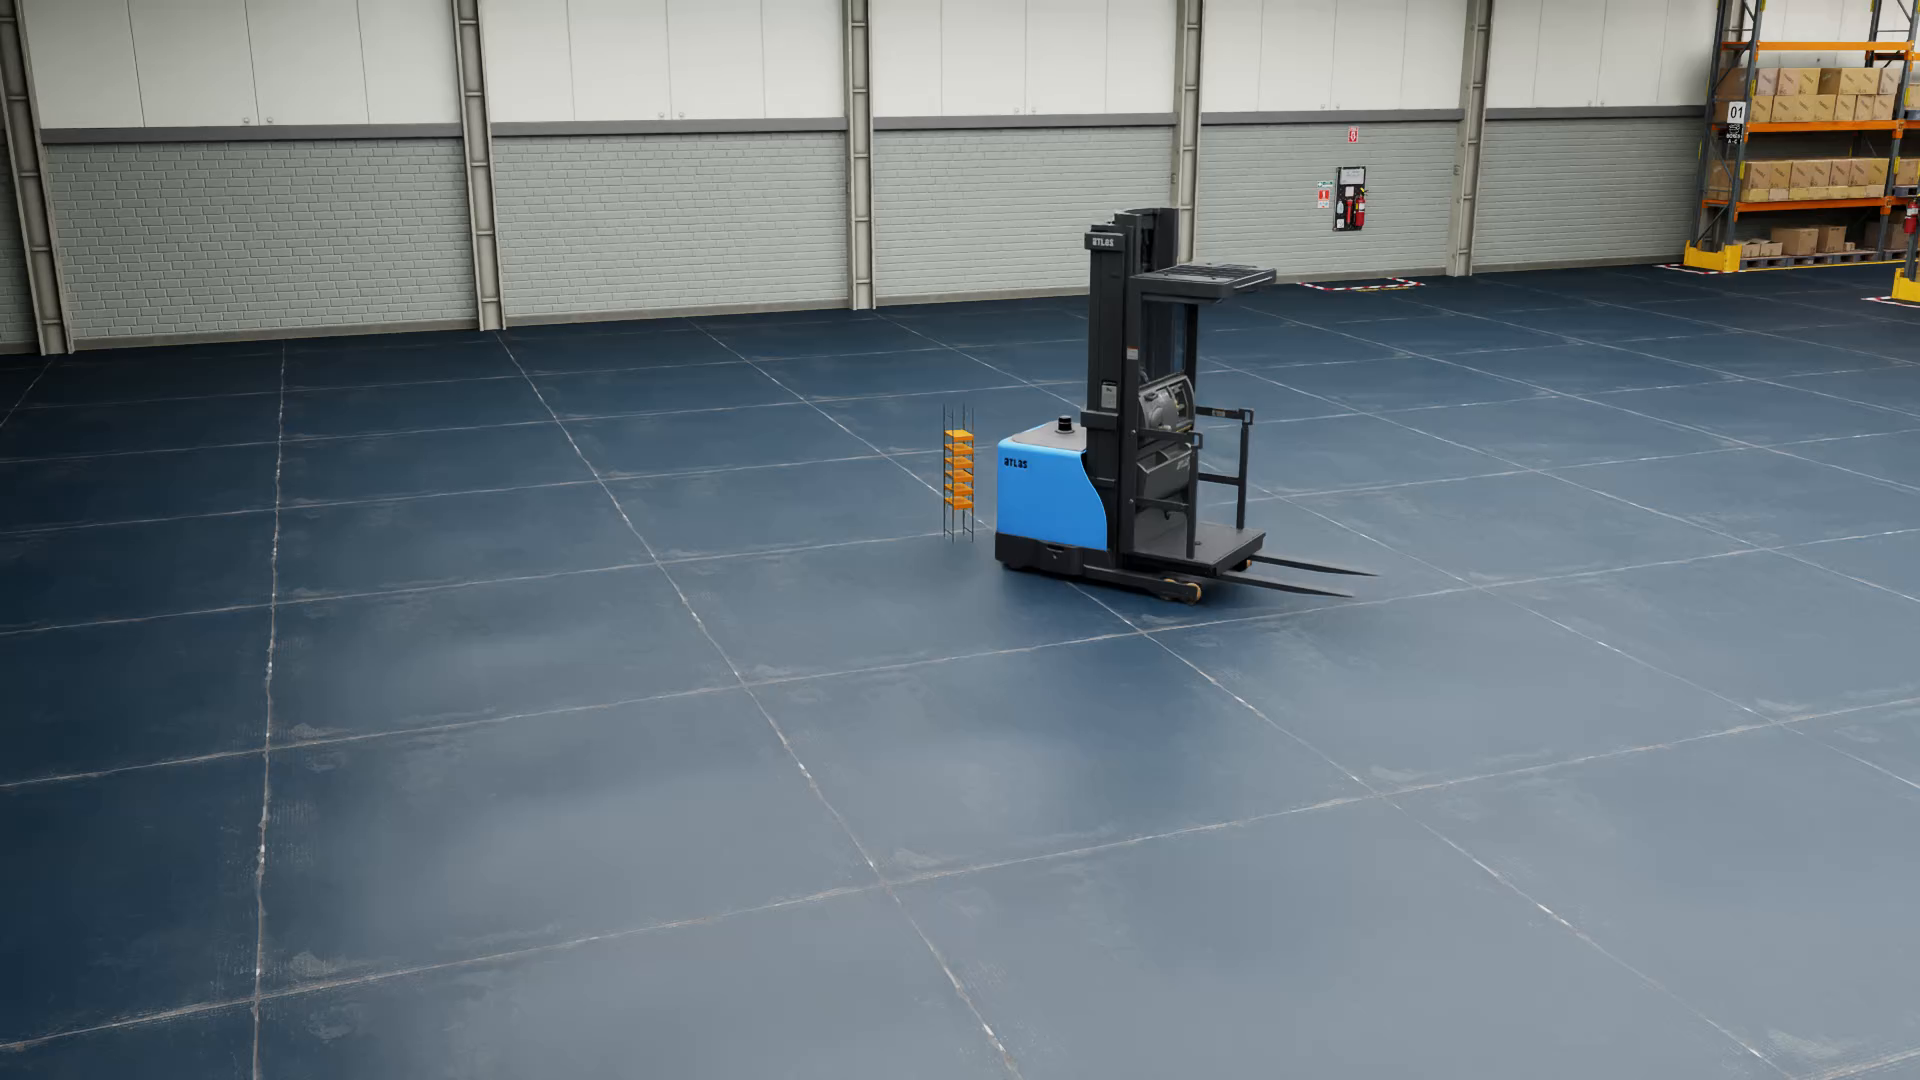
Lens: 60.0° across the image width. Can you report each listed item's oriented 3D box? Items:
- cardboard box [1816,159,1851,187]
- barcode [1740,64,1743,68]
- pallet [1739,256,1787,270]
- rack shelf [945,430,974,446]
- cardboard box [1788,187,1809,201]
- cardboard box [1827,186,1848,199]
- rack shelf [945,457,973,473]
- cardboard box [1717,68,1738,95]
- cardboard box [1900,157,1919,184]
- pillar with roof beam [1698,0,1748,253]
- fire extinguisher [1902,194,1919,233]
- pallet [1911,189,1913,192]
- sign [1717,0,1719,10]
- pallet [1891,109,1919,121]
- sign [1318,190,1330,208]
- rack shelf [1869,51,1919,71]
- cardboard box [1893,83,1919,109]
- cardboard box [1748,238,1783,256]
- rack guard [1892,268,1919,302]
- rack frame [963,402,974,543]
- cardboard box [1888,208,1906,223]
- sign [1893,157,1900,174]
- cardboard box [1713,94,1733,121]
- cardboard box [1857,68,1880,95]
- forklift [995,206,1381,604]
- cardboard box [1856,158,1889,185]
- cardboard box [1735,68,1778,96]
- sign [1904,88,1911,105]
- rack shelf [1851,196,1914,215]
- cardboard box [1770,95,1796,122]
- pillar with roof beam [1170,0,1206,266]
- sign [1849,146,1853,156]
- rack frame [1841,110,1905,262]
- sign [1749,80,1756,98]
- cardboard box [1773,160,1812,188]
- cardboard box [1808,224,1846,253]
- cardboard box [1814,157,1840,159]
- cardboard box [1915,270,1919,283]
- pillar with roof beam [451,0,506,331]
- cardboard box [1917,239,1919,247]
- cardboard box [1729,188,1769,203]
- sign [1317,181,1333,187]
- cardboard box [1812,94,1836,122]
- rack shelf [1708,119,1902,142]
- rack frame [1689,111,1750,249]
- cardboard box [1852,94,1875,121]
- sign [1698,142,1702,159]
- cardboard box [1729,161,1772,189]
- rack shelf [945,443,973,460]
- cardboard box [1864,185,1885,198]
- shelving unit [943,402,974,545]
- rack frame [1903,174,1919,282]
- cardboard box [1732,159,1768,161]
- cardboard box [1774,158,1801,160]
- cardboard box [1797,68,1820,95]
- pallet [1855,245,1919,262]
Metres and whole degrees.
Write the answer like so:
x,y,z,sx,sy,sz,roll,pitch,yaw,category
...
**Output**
x,y,z,sx,sy,sz,roll,pitch,yaw,category
17.289,-7.305,33.050,0.500,0.500,0.500,-7,18,-22,cardboard box
15.307,-9.291,32.573,0.075,0.075,0.001,-6,17,-20,barcode
15.665,-5.575,33.210,1.213,0.211,1.003,-6,17,-20,pallet
-0.014,-0.877,14.335,0.180,0.103,0.258,-6,17,-20,rack shelf
16.350,-6.842,32.805,0.500,0.250,0.500,-6,18,-21,cardboard box
17.292,-6.944,33.151,0.500,0.250,0.500,-6,17,-20,cardboard box
-0.014,-0.647,14.403,0.180,0.103,0.258,-6,17,-20,rack shelf
15.132,-8.922,32.345,0.500,0.500,0.500,-5,17,-18,cardboard box
19.570,-7.592,34.170,0.500,0.500,0.700,-4,17,-14,cardboard box
16.708,-8.877,28.856,0.400,9.000,9.100,-6,17,-20,pillar with roof beam
16.323,-5.603,28.493,0.183,0.674,0.296,-6,17,-20,fire extinguisher
20.460,-7.337,34.601,1.213,0.211,1.003,-6,17,-20,pallet
14.644,-10.384,32.048,0.005,0.325,0.100,-6,17,-20,sign
19.173,-8.620,33.637,1.003,0.211,1.213,-6,17,-20,pallet
6.690,-6.276,30.582,0.234,0.329,0.001,-6,17,-20,sign
20.426,-9.779,33.916,4.000,0.370,1.077,-6,17,-20,rack shelf
19.098,-8.959,33.537,0.500,0.500,0.500,-4,17,-12,cardboard box
16.034,-5.858,33.213,0.500,0.311,0.500,-5,17,-15,cardboard box
16.577,-4.328,28.450,0.348,0.500,1.175,-6,17,-20,rack guard
0.072,-0.583,14.456,0.006,1.200,0.240,-6,17,-20,rack frame
19.650,-6.732,34.523,0.500,0.250,0.500,-7,18,-21,cardboard box
18.760,-7.510,33.311,0.005,0.325,0.100,-6,17,-20,sign
15.122,-8.439,32.474,0.500,0.500,0.500,-5,17,-16,cardboard box
17.677,-9.033,32.723,0.500,0.500,0.500,-5,17,-17,cardboard box
1.814,-1.078,13.068,3.031,2.935,1.130,10,19,30,forklift
18.228,-7.405,33.390,0.500,0.500,0.500,-6,17,-20,cardboard box
15.270,-8.785,31.878,0.500,0.500,0.500,-8,18,-24,cardboard box
18.760,-8.782,32.938,0.005,0.325,0.100,-6,17,-20,sign
20.426,-7.093,34.705,4.000,0.370,1.077,-6,17,-20,rack shelf
15.739,-8.343,32.147,0.500,0.500,0.500,-5,17,-16,cardboard box
5.502,-7.667,24.736,0.400,9.000,9.100,-6,17,-20,pillar with roof beam
18.356,-7.938,34.250,0.005,0.325,0.100,-6,17,-20,sign
18.558,-7.236,33.917,0.127,3.000,1.000,-6,17,-20,rack frame
15.017,-8.549,31.512,0.005,0.325,0.100,-6,17,-20,sign
16.326,-7.197,32.683,0.500,0.500,0.500,-7,18,-22,cardboard box
17.604,-6.133,33.815,0.500,0.500,0.500,-8,18,-24,cardboard box
17.560,-7.490,33.681,0.500,0.500,0.500,-6,17,-20,cardboard box
16.994,-4.544,28.883,0.500,0.250,0.500,-6,17,-20,cardboard box
-5.703,-6.457,20.617,0.400,9.000,9.100,-6,17,-20,pillar with roof beam
19.704,-6.392,34.697,0.500,0.500,0.700,-7,18,-21,cardboard box
15.392,-6.736,32.445,0.500,0.250,0.500,-7,18,-22,cardboard box
6.698,-6.528,30.501,0.331,0.109,0.001,-6,17,-20,sign
16.715,-8.456,32.532,0.500,0.500,0.500,-5,17,-17,cardboard box
16.691,-8.129,32.909,4.000,0.370,1.077,-6,17,-20,rack shelf
14.823,-6.833,32.543,0.127,3.000,1.000,-6,17,-20,rack frame
17.698,-8.570,32.920,0.500,0.500,0.500,-8,18,-25,cardboard box
14.643,-7.688,32.840,0.005,0.325,0.100,-6,17,-20,sign
15.377,-7.100,32.351,0.500,0.500,0.500,-6,17,-20,cardboard box
-0.014,-0.762,14.369,0.180,0.103,0.258,-6,17,-20,rack shelf
18.225,-7.047,33.501,0.500,0.250,0.500,-6,17,-20,cardboard box
-0.014,-0.574,14.424,0.189,1.200,0.258,-6,17,-20,shelving unit
16.599,-5.530,28.106,0.127,3.000,1.000,-6,17,-20,rack frame
15.661,-7.282,32.972,0.500,0.500,0.500,-6,17,-19,cardboard box
16.612,-7.386,33.327,0.500,0.500,0.500,-6,17,-19,cardboard box
16.231,-8.876,32.191,0.500,0.500,0.500,-6,17,-19,cardboard box
19.285,-5.977,34.578,1.213,0.211,1.003,-6,17,-20,pallet
